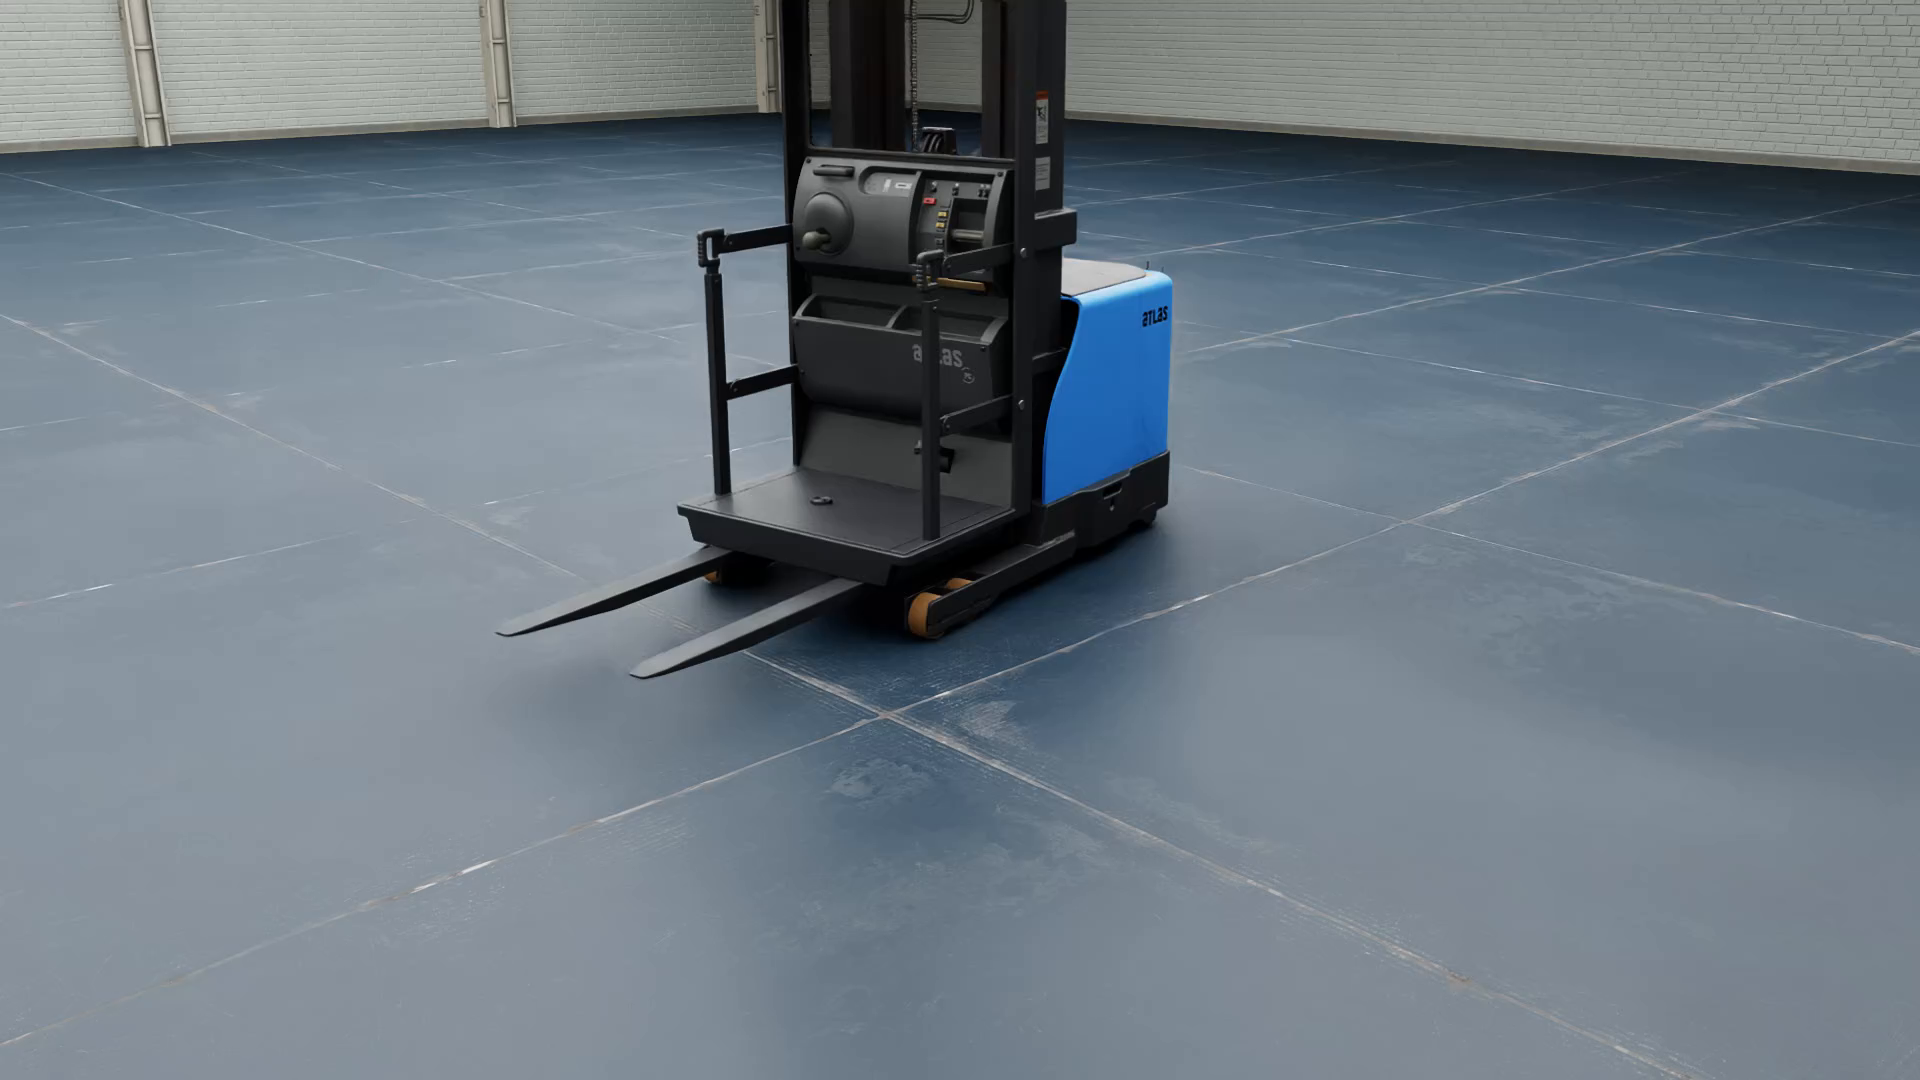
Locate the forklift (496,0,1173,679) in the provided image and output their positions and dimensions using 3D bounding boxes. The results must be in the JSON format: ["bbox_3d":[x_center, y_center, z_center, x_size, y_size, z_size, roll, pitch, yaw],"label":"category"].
[{"bbox_3d":[-0.352,-1.209,5.962,1.130,2.935,3.031,12,22,33],"label":"forklift"}]

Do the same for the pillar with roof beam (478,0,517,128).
[{"bbox_3d":[-5.266,-10.751,25.553,0.400,9.000,9.100,-16,24,-41],"label":"pillar with roof beam"}]

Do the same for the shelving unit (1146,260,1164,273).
[{"bbox_3d":[0.746,-0.715,7.484,0.252,1.050,0.215,-5,18,-13],"label":"shelving unit"}]

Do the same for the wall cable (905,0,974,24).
[{"bbox_3d":[-0.815,-11.838,33.940,0.112,2.526,3.097,-16,24,-41],"label":"wall cable"}]

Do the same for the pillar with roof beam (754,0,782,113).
[{"bbox_3d":[-0.907,-12.022,29.474,0.400,9.000,9.100,-16,24,-41],"label":"pillar with roof beam"}]

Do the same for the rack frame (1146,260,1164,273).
[{"bbox_3d":[0.864,-0.724,7.512,0.008,1.050,0.200,-5,18,-13],"label":"rack frame"}]

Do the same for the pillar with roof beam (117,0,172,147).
[{"bbox_3d":[-9.626,-9.480,21.632,0.400,9.000,9.100,-16,24,-41],"label":"pillar with roof beam"}]
